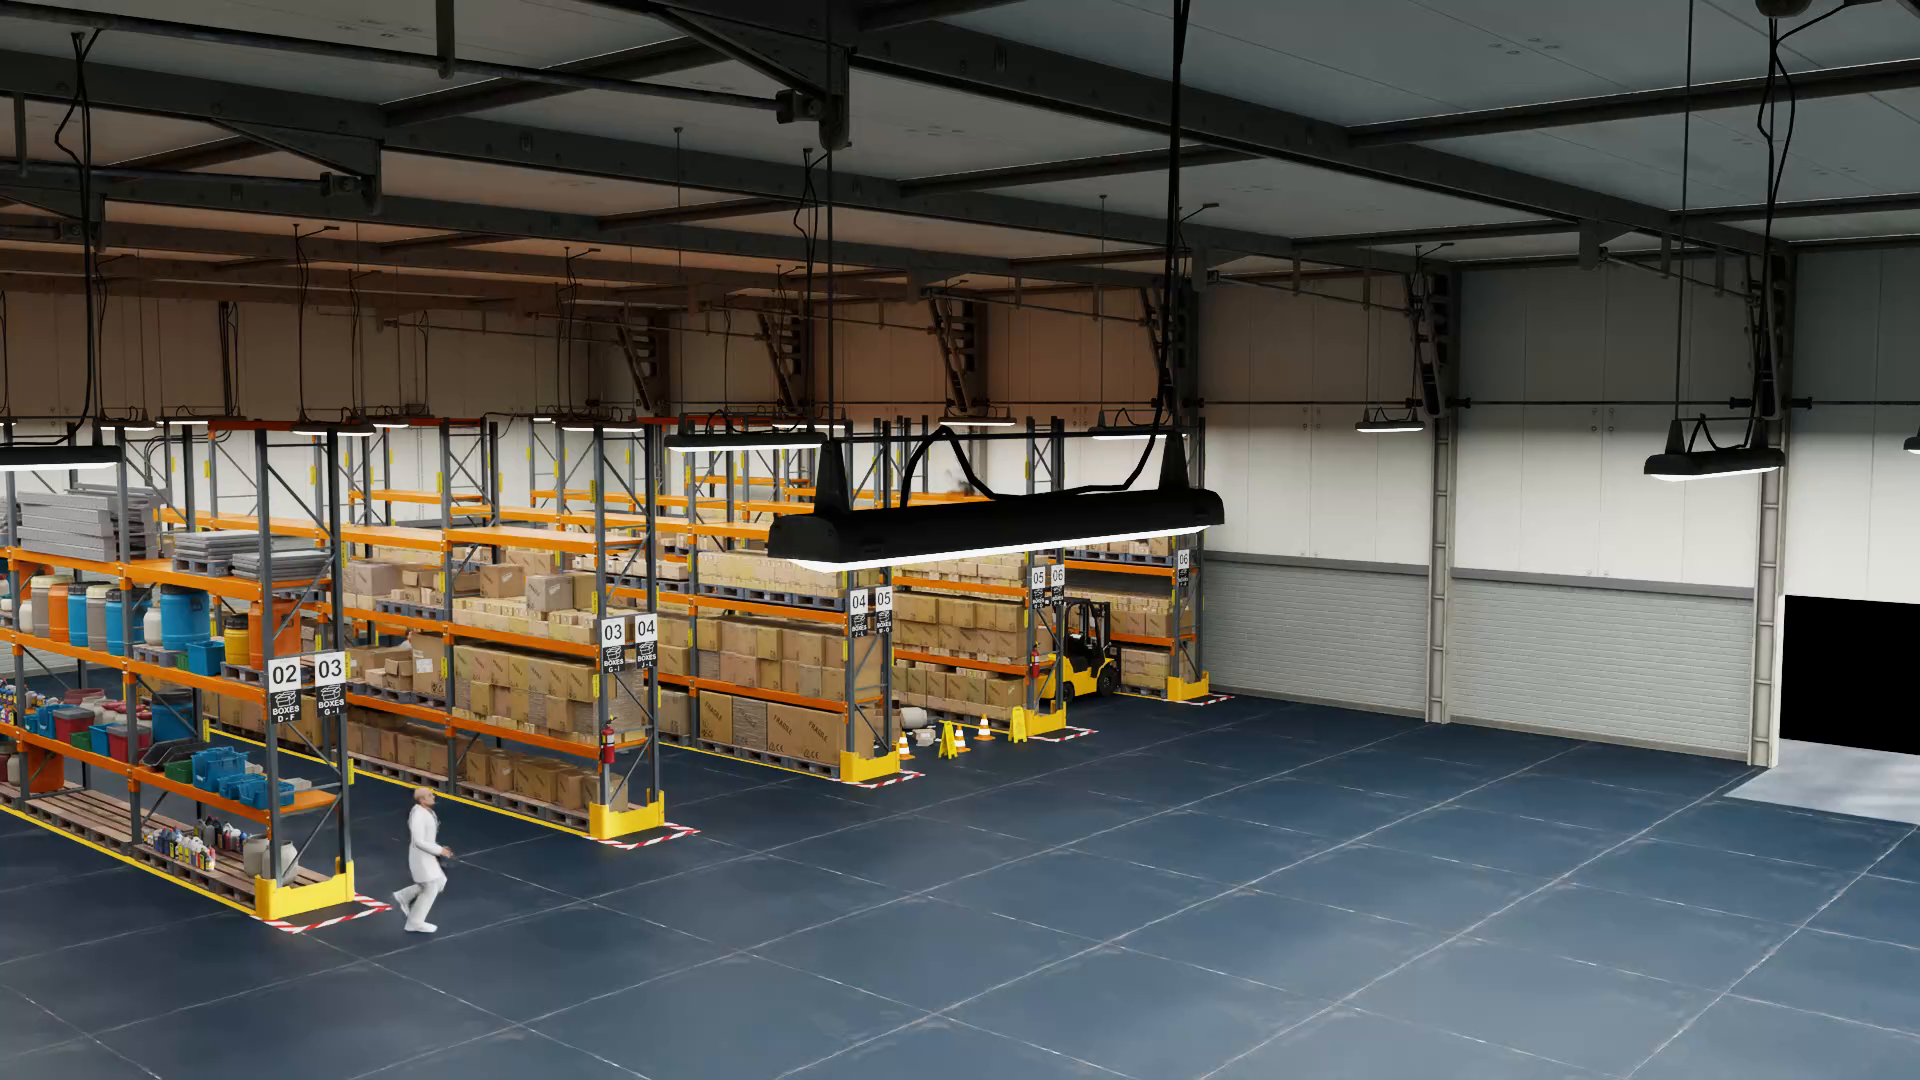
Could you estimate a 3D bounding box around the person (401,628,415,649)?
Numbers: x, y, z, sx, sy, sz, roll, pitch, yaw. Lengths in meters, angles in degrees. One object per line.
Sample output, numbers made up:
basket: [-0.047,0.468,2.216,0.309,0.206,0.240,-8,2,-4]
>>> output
person: [-11.326,2.653,34.158,0.887,1.696,0.518,4,6,41]

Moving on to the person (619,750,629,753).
person: [-6.015,2.975,29.911,0.583,1.739,0.678,4,6,38]

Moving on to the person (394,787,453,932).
person: [-6.436,3.816,19.938,0.702,1.742,0.747,-1,5,-13]
